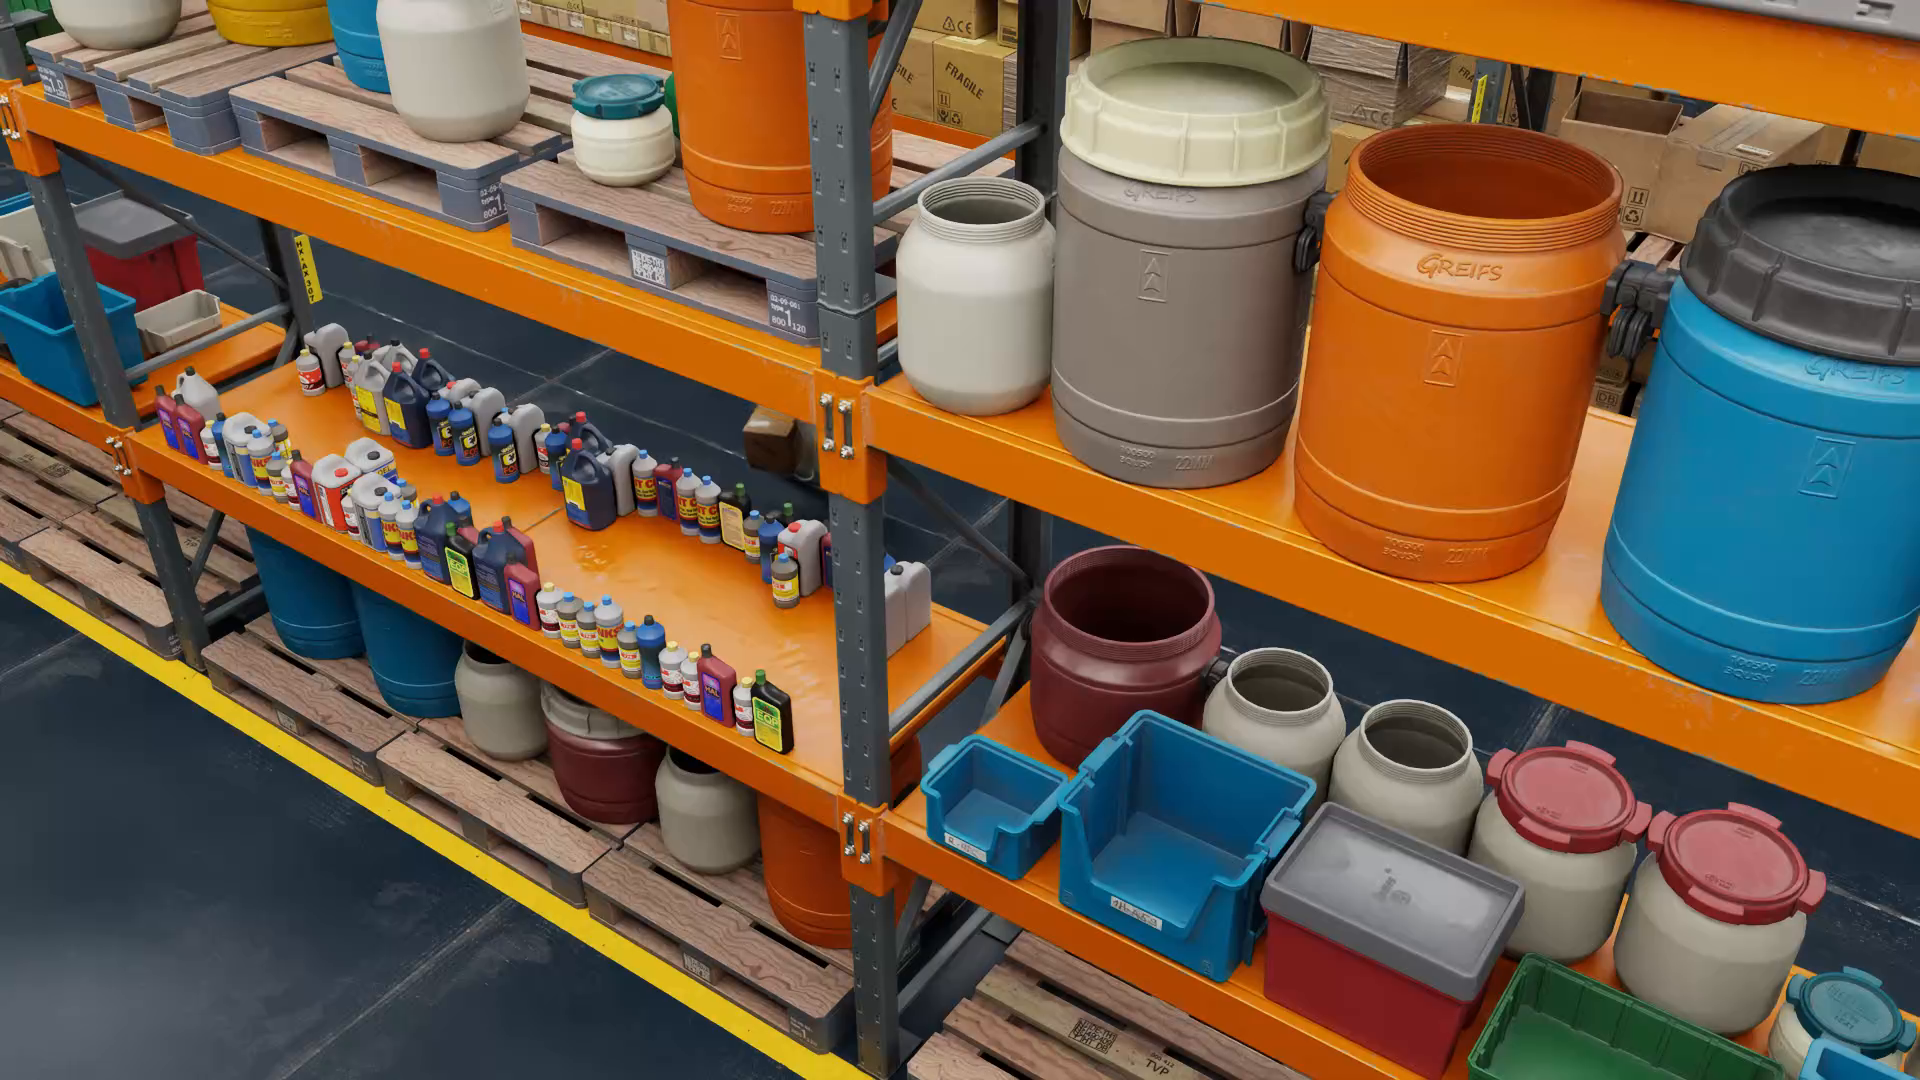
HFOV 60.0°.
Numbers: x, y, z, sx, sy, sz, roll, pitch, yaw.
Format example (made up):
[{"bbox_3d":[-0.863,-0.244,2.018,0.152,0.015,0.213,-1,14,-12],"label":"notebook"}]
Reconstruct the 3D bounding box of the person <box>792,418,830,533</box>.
[{"bbox_3d":[-0.788,-0.875,8.407,1.011,1.716,0.549,26,42,33],"label":"person"}]
